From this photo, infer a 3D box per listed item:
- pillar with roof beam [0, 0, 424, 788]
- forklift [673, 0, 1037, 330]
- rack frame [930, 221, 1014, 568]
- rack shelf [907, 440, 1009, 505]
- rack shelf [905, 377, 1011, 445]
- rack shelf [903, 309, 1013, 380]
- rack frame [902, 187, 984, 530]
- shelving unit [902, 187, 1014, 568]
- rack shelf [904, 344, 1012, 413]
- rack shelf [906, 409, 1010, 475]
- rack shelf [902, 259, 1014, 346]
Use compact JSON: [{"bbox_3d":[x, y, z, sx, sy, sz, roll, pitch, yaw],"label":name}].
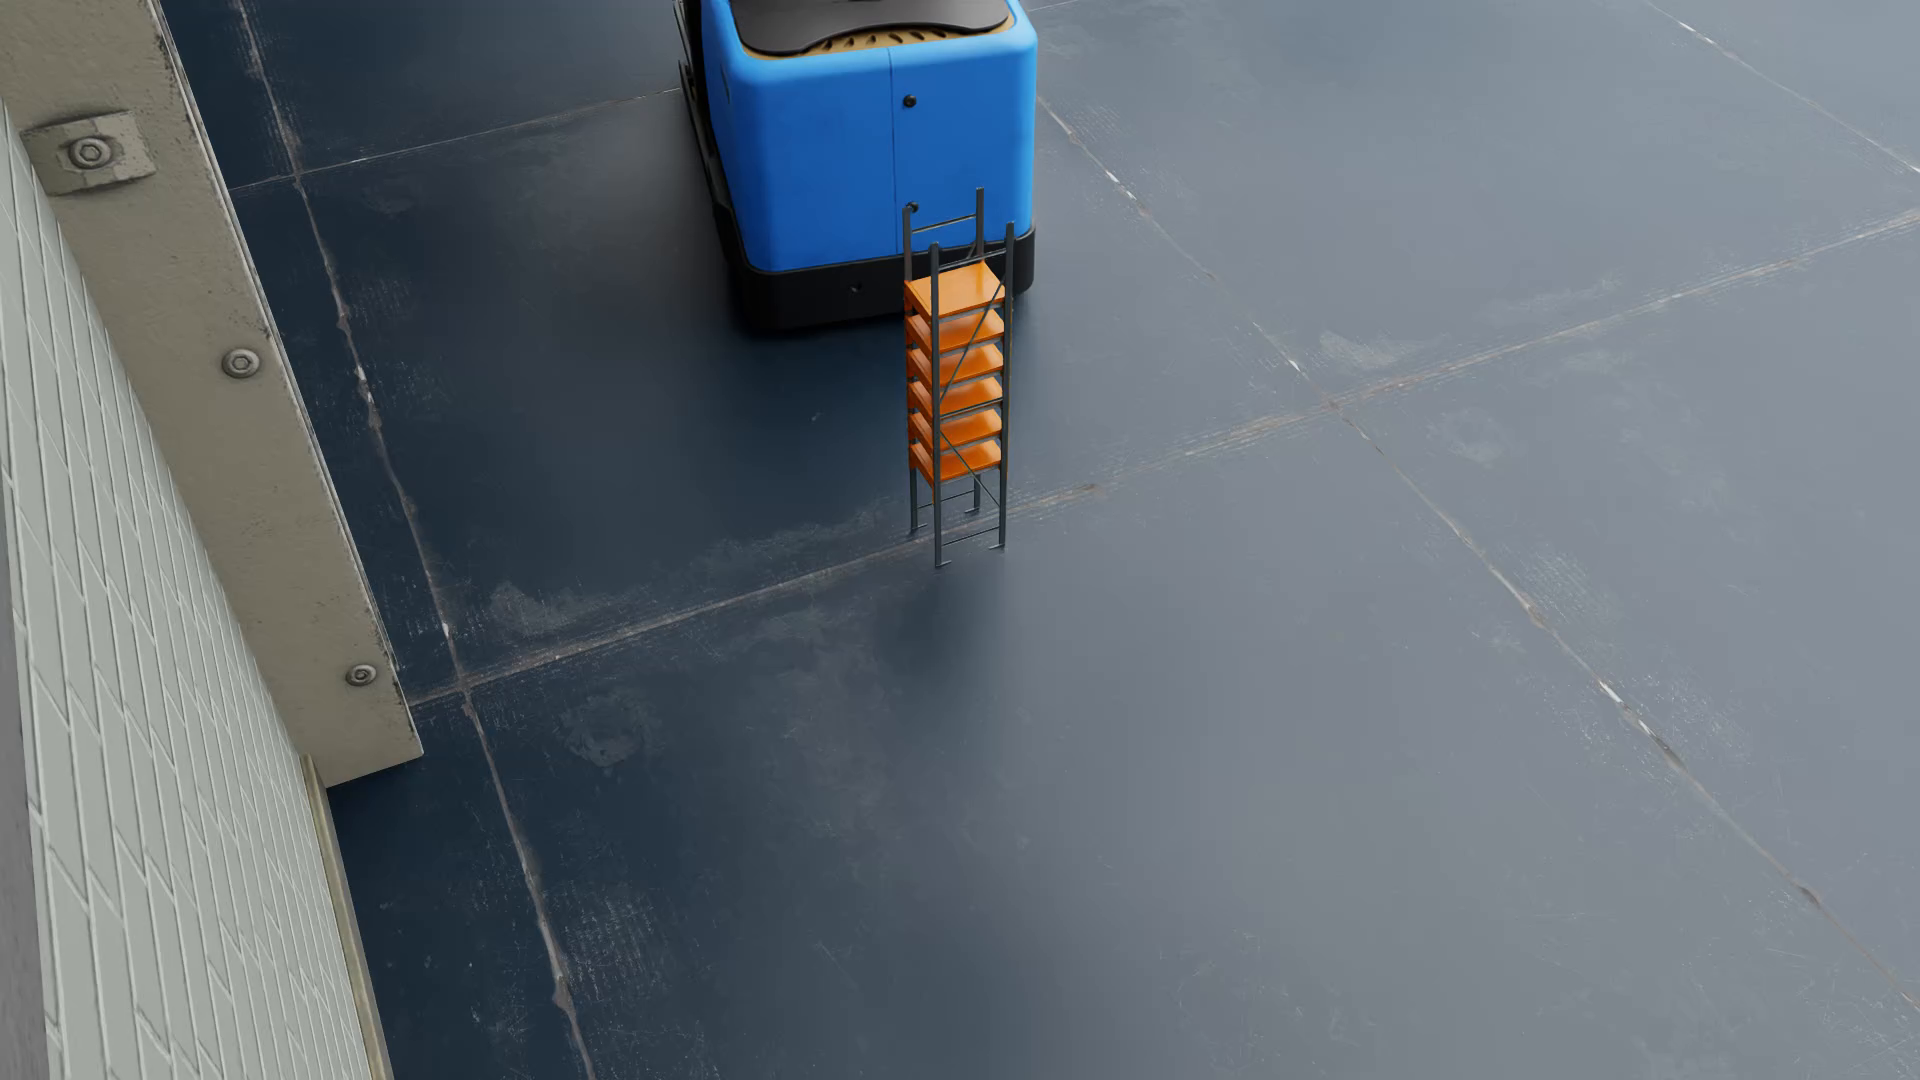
[{"bbox_3d":[2.187,-3.955,2.851,9.100,9.000,0.400,-18,47,-17],"label":"pillar with roof beam"},{"bbox_3d":[-0.578,-2.843,6.045,1.130,2.935,3.031,-10,45,-10],"label":"forklift"},{"bbox_3d":[0.032,-0.378,4.779,0.240,1.200,0.006,-18,47,-17],"label":"rack frame"},{"bbox_3d":[-0.006,-0.234,5.038,0.258,0.103,0.180,-18,47,-17],"label":"rack shelf"},{"bbox_3d":[-0.006,-0.405,4.869,0.258,0.103,0.180,-18,47,-17],"label":"rack shelf"},{"bbox_3d":[-0.006,-0.576,4.701,0.258,0.103,0.180,-18,47,-17],"label":"rack shelf"},{"bbox_3d":[-0.045,-0.495,4.897,0.240,1.200,0.006,-18,47,-17],"label":"rack frame"},{"bbox_3d":[-0.006,-0.436,4.838,0.258,1.200,0.189,-18,47,-17],"label":"shelving unit"},{"bbox_3d":[-0.006,-0.490,4.785,0.258,0.103,0.180,-18,47,-17],"label":"rack shelf"},{"bbox_3d":[-0.006,-0.319,4.953,0.258,0.103,0.180,-18,47,-17],"label":"rack shelf"},{"bbox_3d":[-0.006,-0.661,4.616,0.258,0.103,0.180,-18,47,-17],"label":"rack shelf"}]
